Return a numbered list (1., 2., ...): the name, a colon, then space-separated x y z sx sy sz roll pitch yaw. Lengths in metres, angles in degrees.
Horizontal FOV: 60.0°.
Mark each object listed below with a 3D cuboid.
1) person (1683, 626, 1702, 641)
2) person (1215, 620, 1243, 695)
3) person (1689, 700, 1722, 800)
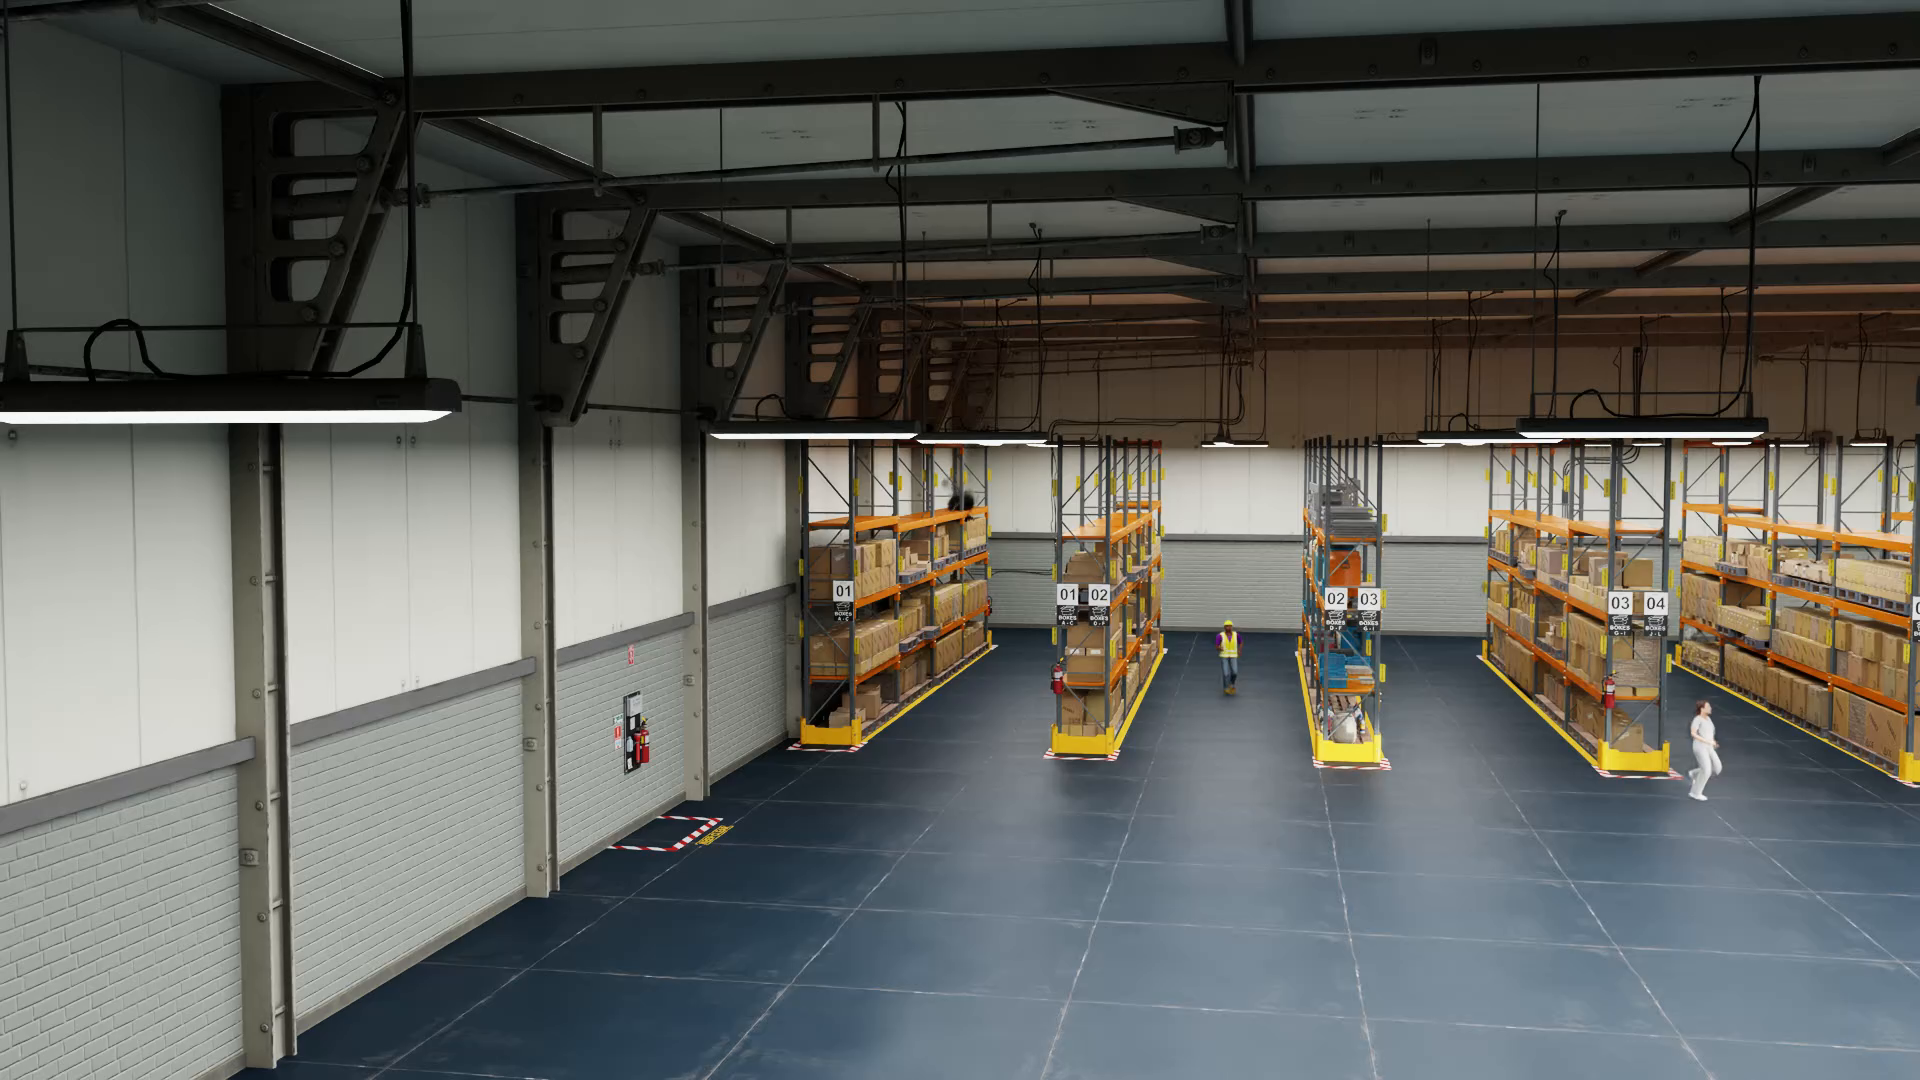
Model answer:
1. person: 20.146 2.397 45.597 0.570 1.721 0.672 1 3 14
2. person: 6.287 2.750 38.788 0.681 1.746 0.621 0 3 3
3. person: 12.267 3.447 27.441 0.607 1.633 0.557 -2 4 -37
